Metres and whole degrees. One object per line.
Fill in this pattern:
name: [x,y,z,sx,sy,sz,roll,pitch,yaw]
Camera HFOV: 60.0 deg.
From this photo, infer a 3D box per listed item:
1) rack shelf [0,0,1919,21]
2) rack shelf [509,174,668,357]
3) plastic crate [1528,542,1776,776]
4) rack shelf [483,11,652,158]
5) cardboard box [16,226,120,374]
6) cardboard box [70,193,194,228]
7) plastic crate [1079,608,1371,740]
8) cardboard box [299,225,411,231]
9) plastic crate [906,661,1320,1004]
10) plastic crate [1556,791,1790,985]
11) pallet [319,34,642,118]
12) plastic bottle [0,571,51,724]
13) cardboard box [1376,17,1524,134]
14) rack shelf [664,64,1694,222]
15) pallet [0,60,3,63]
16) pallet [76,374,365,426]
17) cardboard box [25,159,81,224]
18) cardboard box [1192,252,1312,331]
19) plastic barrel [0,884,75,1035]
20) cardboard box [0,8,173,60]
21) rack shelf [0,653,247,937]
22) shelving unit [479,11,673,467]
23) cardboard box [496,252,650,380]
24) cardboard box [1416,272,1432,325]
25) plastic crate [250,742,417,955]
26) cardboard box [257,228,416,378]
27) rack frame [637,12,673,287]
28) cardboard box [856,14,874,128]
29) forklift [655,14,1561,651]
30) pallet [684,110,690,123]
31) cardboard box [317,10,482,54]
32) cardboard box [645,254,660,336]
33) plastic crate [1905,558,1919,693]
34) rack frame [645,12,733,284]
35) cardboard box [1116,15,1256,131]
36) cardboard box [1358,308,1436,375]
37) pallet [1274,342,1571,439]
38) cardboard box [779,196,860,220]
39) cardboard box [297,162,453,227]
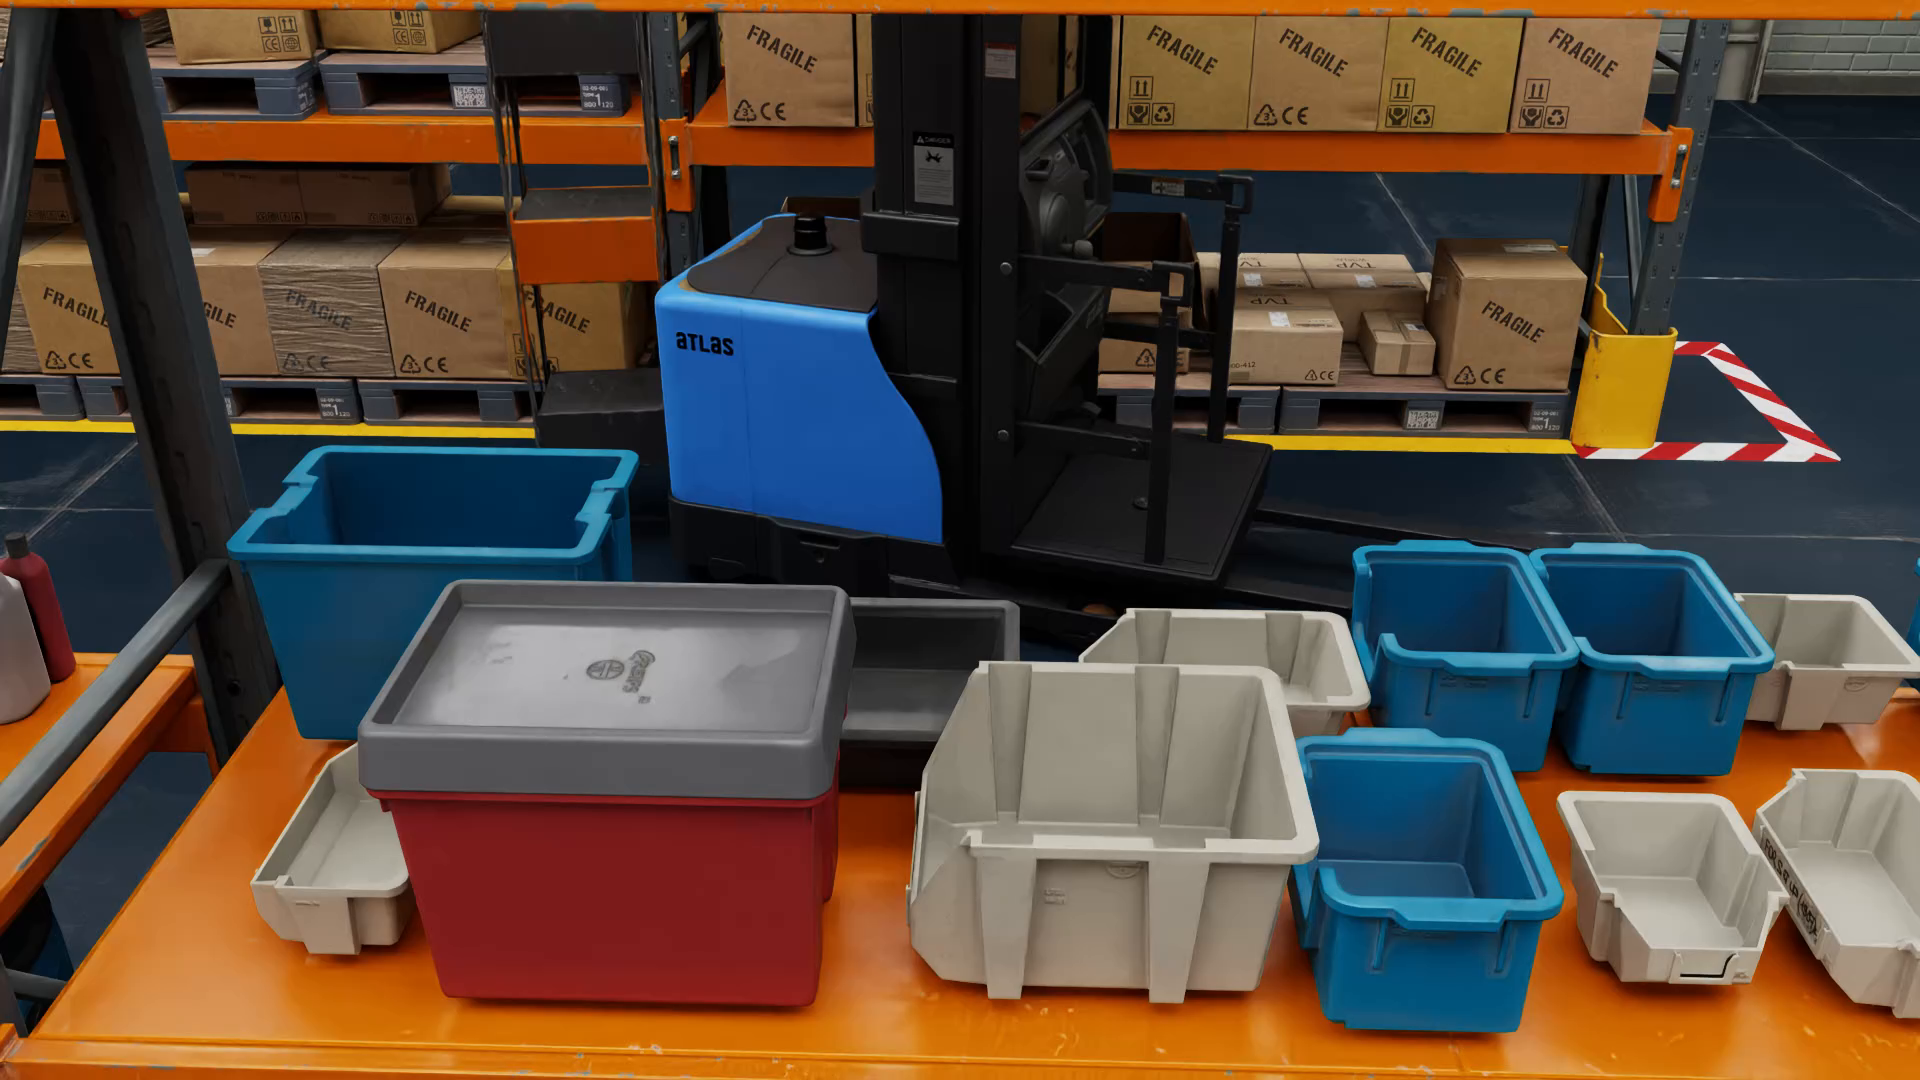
rack shelf: [0.674,-0.703,1.939,4.000,0.370,1.077,1,28,2]
rack shelf: [-1.288,-0.972,5.871,0.480,0.518,0.431,-3,28,-5]
plastic crate: [1.122,0.205,2.775,0.300,0.233,0.416,1,28,2]
rack shelf: [-1.288,-1.591,5.544,0.480,0.518,0.431,-3,28,-5]
cardboard box: [-3.674,-1.045,7.218,0.500,0.500,0.500,1,28,1]
cardboard box: [-3.683,-1.289,7.678,0.500,0.500,0.500,0,28,0]
plastic crate: [0.426,0.250,2.794,0.466,0.136,0.293,1,28,2]
cardboard box: [-2.653,-1.274,7.651,0.500,0.500,0.500,1,28,2]
plastic crate: [0.195,0.409,2.339,0.530,0.282,0.437,1,28,2]
plastic crate: [0.987,0.498,2.326,0.250,0.136,0.298,1,28,2]
pallet: [-1.941,-2.026,7.075,1.213,0.211,1.003,1,28,2]
plastic bottle: [-1.705,0.135,2.845,0.185,0.351,0.144,1,28,2]
cardboard box: [1.876,-1.912,6.547,0.500,0.500,0.500,1,28,2]
rack shelf: [0.853,-1.696,7.015,4.000,0.370,1.077,1,28,2]
pallet: [-4.464,-2.050,7.119,1.003,0.211,1.213,1,28,2]
pallet: [-3.183,-0.830,7.590,1.213,0.211,1.003,1,28,2]
cardboard box: [-4.144,-1.630,7.520,0.500,0.250,0.500,2,28,4]
cardboard box: [1.319,-1.119,7.624,0.500,0.250,0.500,1,28,2]
plastic barrel: [-1.868,0.996,2.960,0.708,0.901,0.600,1,28,2]
cardboard box: [-3.603,-2.281,6.795,0.500,0.500,0.700,6,29,11]
rack shelf: [-3.323,0.556,2.766,4.000,0.370,1.077,1,28,2]
shelving unit: [-1.288,-0.985,5.865,0.503,2.100,0.431,-3,28,-5]
cardboard box: [-1.649,-1.011,7.154,0.500,0.500,0.500,1,28,2]
cardboard box: [2.195,-1.095,7.669,0.250,0.166,0.380,1,28,2]
plastic crate: [-0.864,0.436,2.442,0.243,0.136,0.396,1,28,2]
cardboard box: [-2.644,-1.032,7.192,0.500,0.500,0.500,1,28,2]
rack frame: [-1.045,-0.996,5.887,0.015,2.100,0.400,-3,28,-5]
cardboard box: [-0.134,-1.948,6.616,0.500,0.500,0.500,1,28,3]
forklift: [0.535,-1.164,5.316,3.031,2.935,1.130,9,29,17]
pallet: [-1.749,-3.111,11.894,1.213,0.211,1.003,1,28,2]
cardboard box: [-2.301,-2.371,6.965,0.500,0.500,0.700,5,28,10]
cardboard box: [-1.621,-1.259,7.622,0.500,0.500,0.500,0,28,-1]
plastic crate: [1.780,0.216,2.755,0.300,0.233,0.416,1,28,2]
rack frame: [-1.146,-2.047,6.909,0.127,3.000,1.000,1,28,2]
cardboard box: [0.874,-1.931,6.584,0.500,0.500,0.500,1,28,1]
cardboard box: [1.898,-0.866,7.236,0.250,0.166,0.380,1,28,2]
pallet: [1.979,-0.763,7.464,1.213,0.211,1.003,1,28,2]
cardboard box: [-0.567,-1.260,7.624,0.500,0.500,0.500,1,28,2]
cardboard box: [-2.620,-1.607,7.477,0.500,0.250,0.500,1,28,2]
